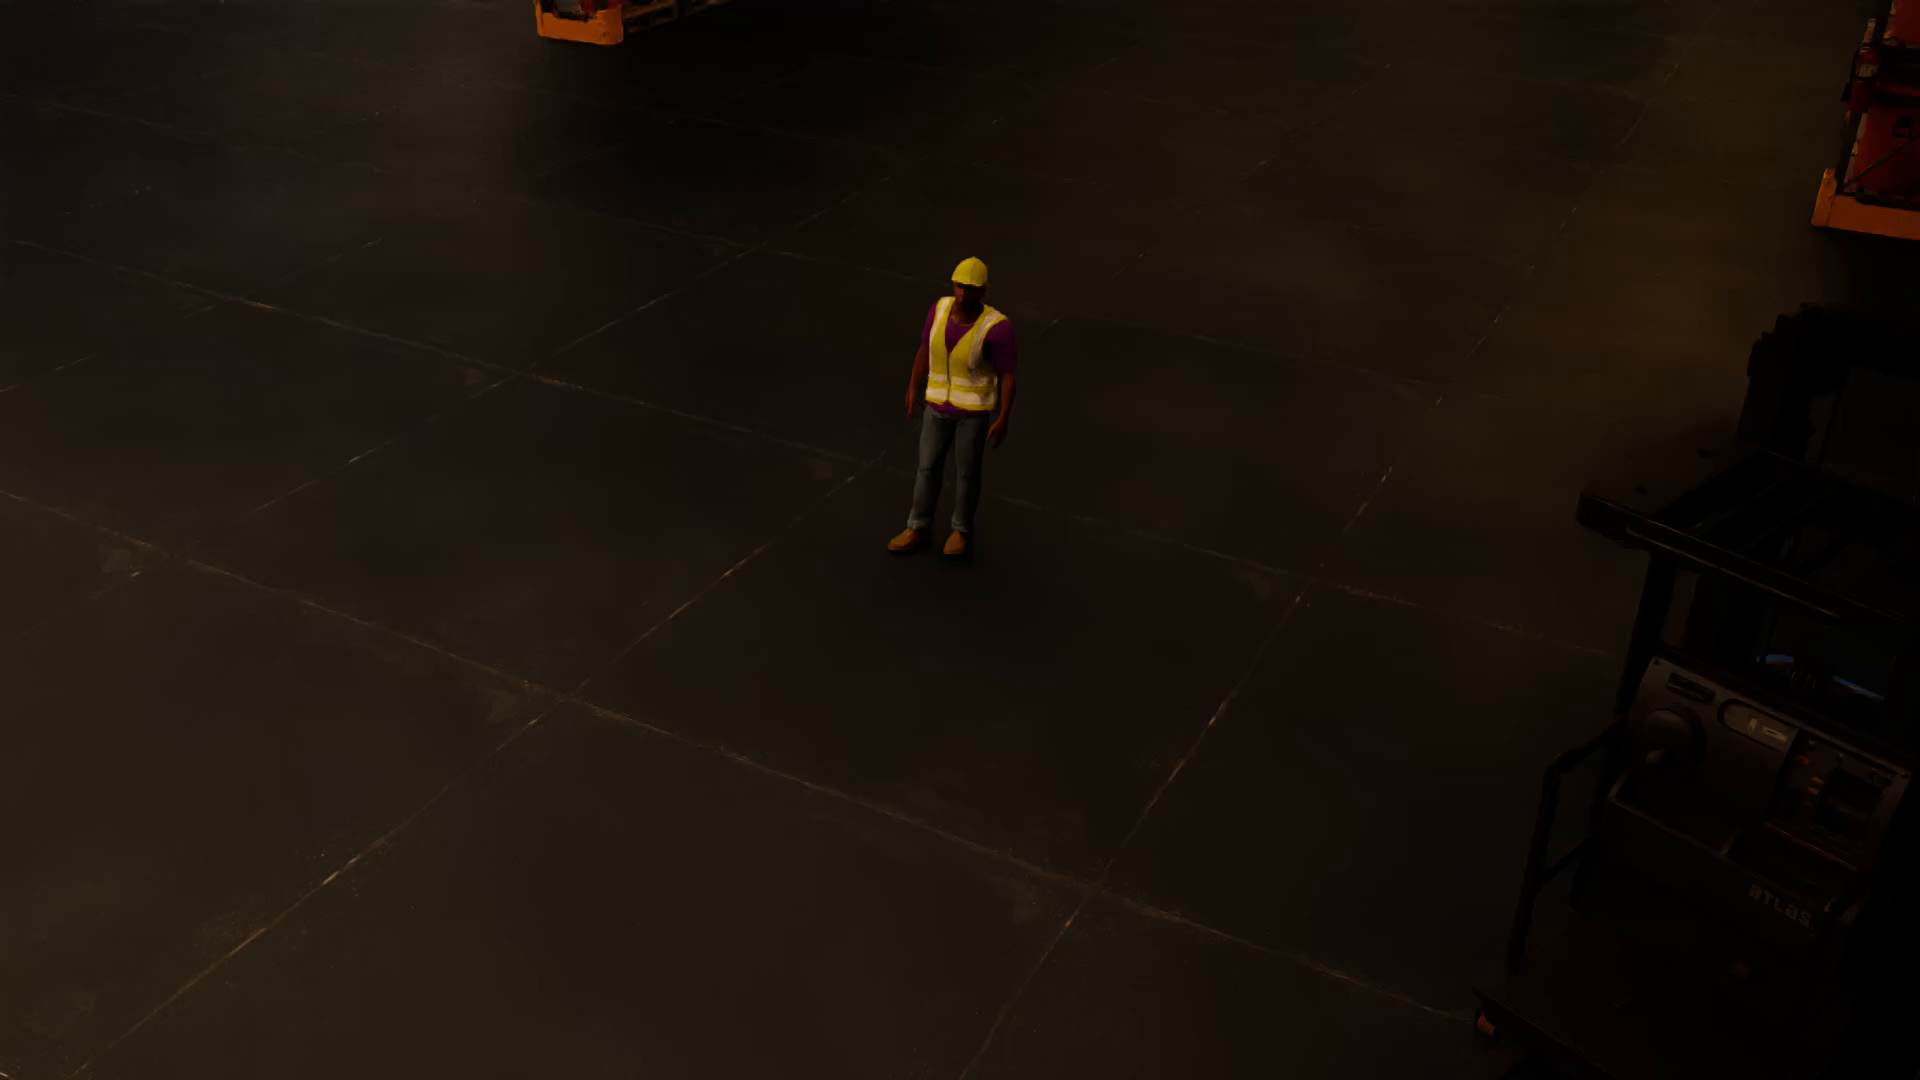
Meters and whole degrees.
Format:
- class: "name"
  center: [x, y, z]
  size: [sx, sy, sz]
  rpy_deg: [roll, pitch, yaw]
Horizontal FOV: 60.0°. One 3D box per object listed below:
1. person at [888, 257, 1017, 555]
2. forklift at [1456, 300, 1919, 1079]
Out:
- class: "person"
  center: [-0.039, -0.742, 9.507]
  size: [0.665, 1.766, 0.576]
  rpy_deg: [15, 33, 25]
- class: "forklift"
  center: [2.663, 0.782, 5.715]
  size: [3.031, 2.935, 1.130]
  rpy_deg: [-24, 37, -35]
